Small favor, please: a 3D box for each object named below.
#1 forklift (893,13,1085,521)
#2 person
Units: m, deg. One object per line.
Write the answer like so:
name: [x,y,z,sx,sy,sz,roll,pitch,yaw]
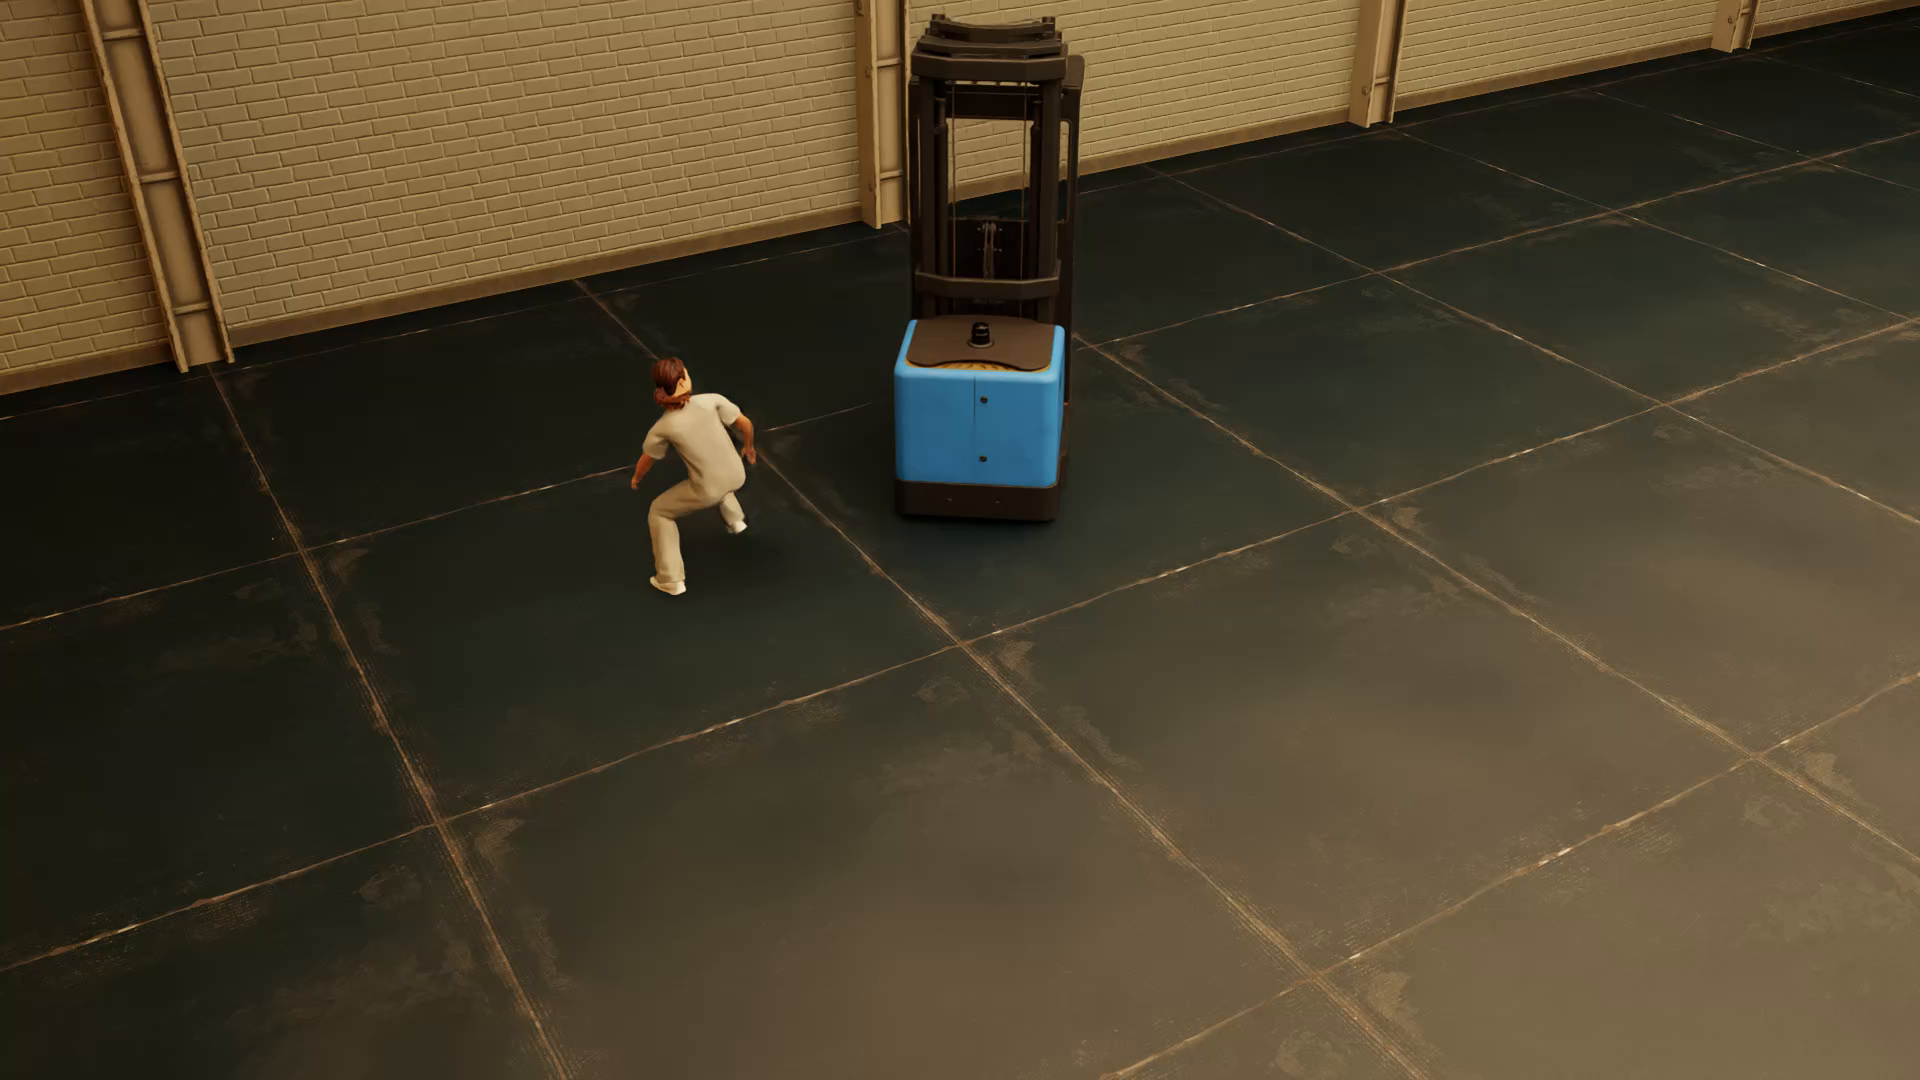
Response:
forklift: [0.239,-2.112,11.174,1.130,2.935,3.031,3,31,5]
person: [-1.573,-0.424,9.867,0.718,1.443,0.597,-20,37,-30]
